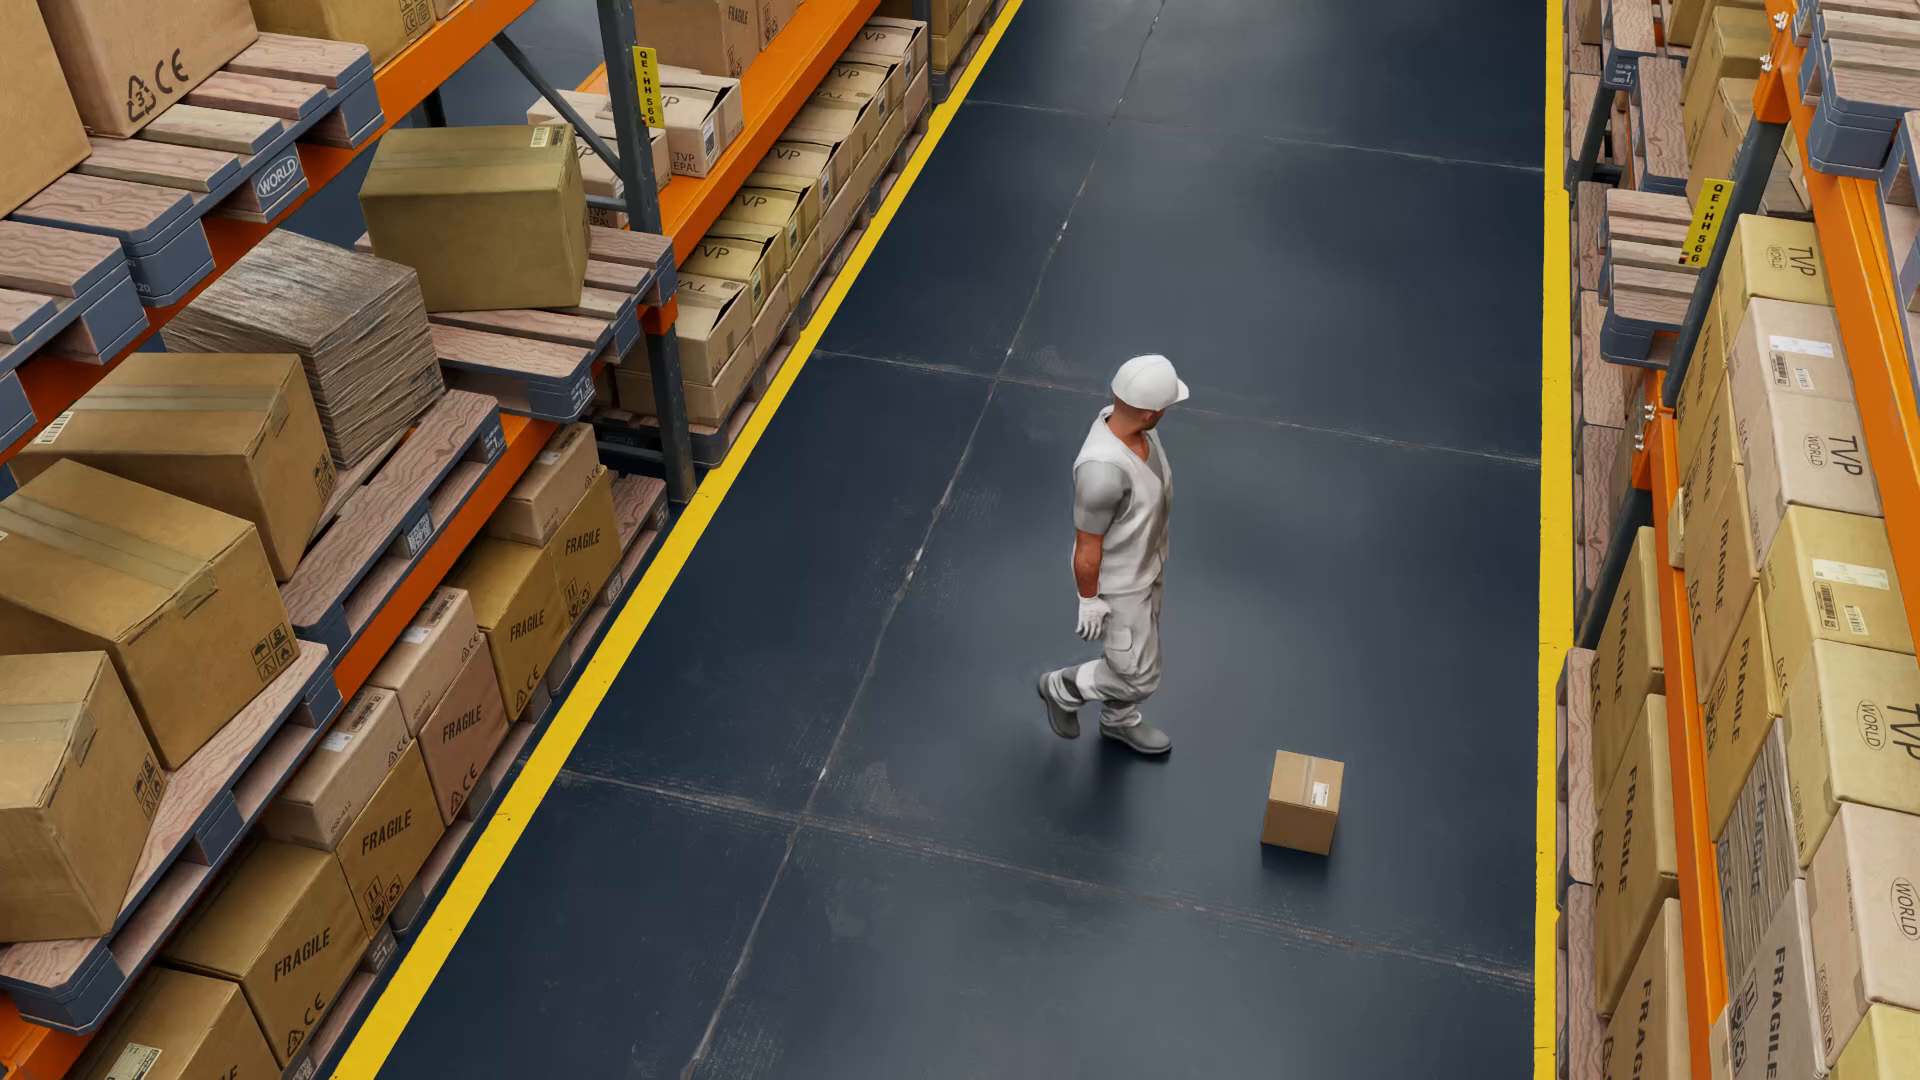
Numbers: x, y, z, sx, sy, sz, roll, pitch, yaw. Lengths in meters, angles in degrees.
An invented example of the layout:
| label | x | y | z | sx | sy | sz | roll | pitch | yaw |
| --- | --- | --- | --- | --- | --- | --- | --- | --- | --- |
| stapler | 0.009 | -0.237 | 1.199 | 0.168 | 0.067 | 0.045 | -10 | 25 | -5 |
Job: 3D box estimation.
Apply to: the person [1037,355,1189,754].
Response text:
| label | x | y | z | sx | sy | sz | roll | pitch | yaw |
| --- | --- | --- | --- | --- | --- | --- | --- | --- | --- |
| person | 0.574 | 0.102 | 5.990 | 0.529 | 1.782 | 0.575 | 15 | 43 | 17 |
